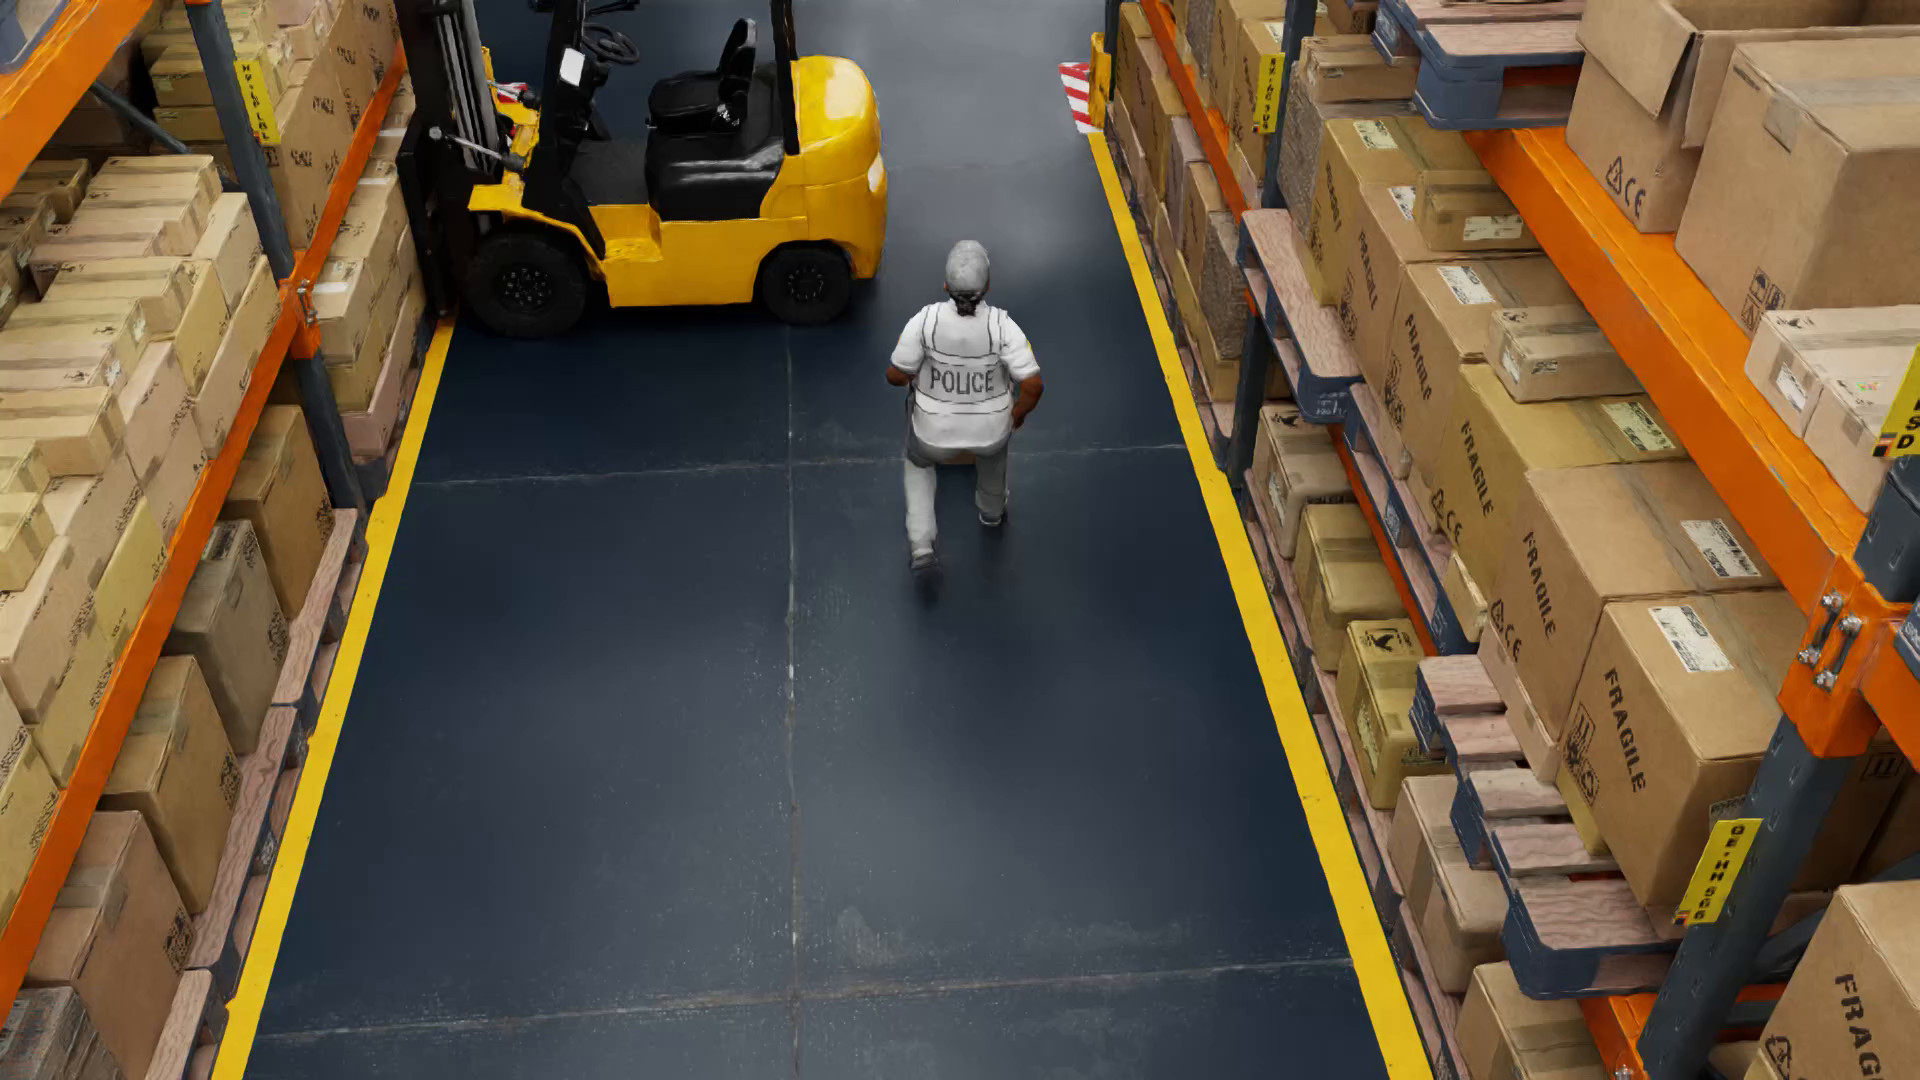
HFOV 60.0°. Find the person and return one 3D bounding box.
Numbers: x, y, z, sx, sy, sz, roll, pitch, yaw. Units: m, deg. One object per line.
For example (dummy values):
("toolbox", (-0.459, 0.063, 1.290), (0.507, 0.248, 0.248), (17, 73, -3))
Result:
("person", (-0.007, -0.600, 6.930), (0.612, 1.572, 0.763), (-3, 39, -4))
